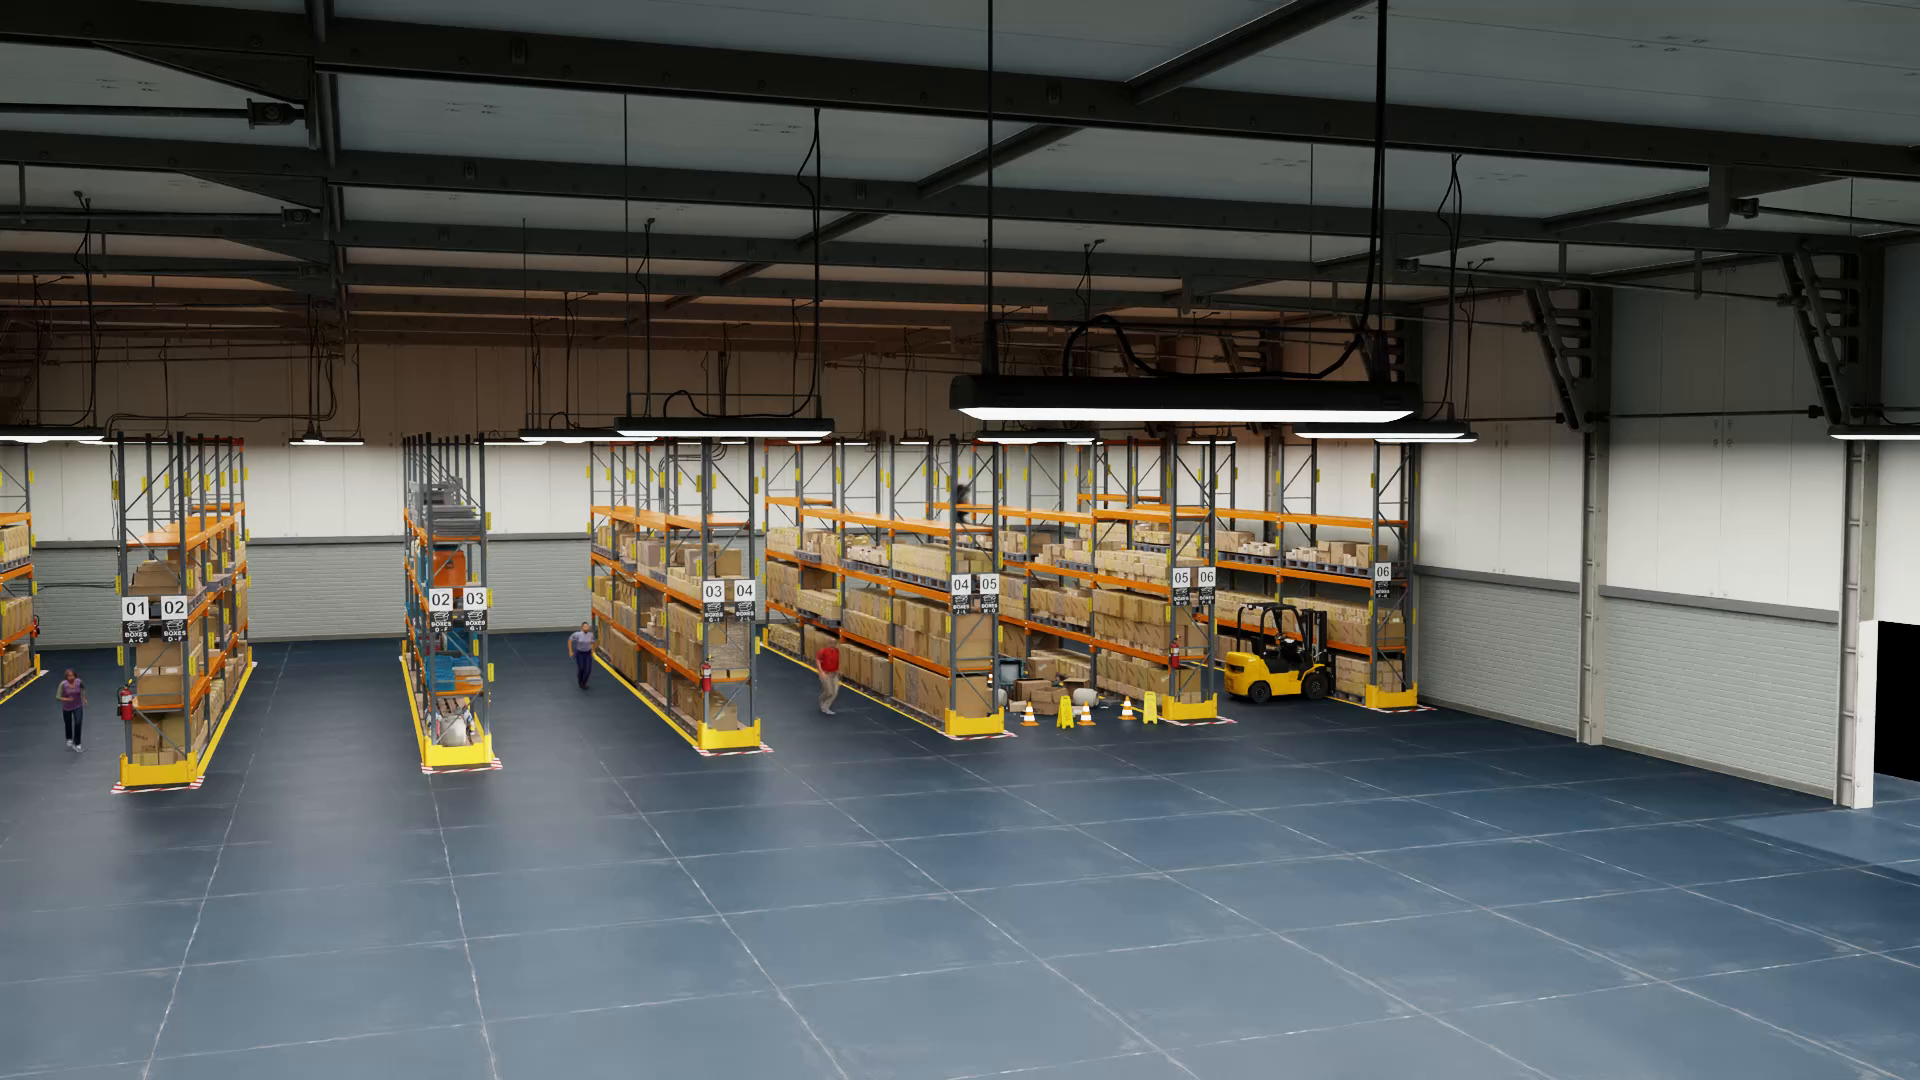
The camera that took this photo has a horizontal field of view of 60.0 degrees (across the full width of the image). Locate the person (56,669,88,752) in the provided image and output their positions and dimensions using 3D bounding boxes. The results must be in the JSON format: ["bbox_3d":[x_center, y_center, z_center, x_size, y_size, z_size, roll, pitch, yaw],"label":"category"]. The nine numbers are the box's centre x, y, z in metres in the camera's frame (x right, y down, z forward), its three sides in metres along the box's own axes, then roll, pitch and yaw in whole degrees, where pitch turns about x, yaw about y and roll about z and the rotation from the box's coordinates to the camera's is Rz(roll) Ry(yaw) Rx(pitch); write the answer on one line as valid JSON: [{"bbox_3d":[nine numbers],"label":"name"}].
[{"bbox_3d":[-16.780,3.195,31.427,0.533,1.566,0.905,-2,4,-31],"label":"person"}]

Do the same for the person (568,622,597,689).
[{"bbox_3d":[-8.928,2.740,39.415,0.673,1.608,0.533,-2,4,-27],"label":"person"}]

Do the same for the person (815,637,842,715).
[{"bbox_3d":[-2.846,2.913,35.803,0.659,1.676,0.566,-3,4,-39],"label":"person"}]
